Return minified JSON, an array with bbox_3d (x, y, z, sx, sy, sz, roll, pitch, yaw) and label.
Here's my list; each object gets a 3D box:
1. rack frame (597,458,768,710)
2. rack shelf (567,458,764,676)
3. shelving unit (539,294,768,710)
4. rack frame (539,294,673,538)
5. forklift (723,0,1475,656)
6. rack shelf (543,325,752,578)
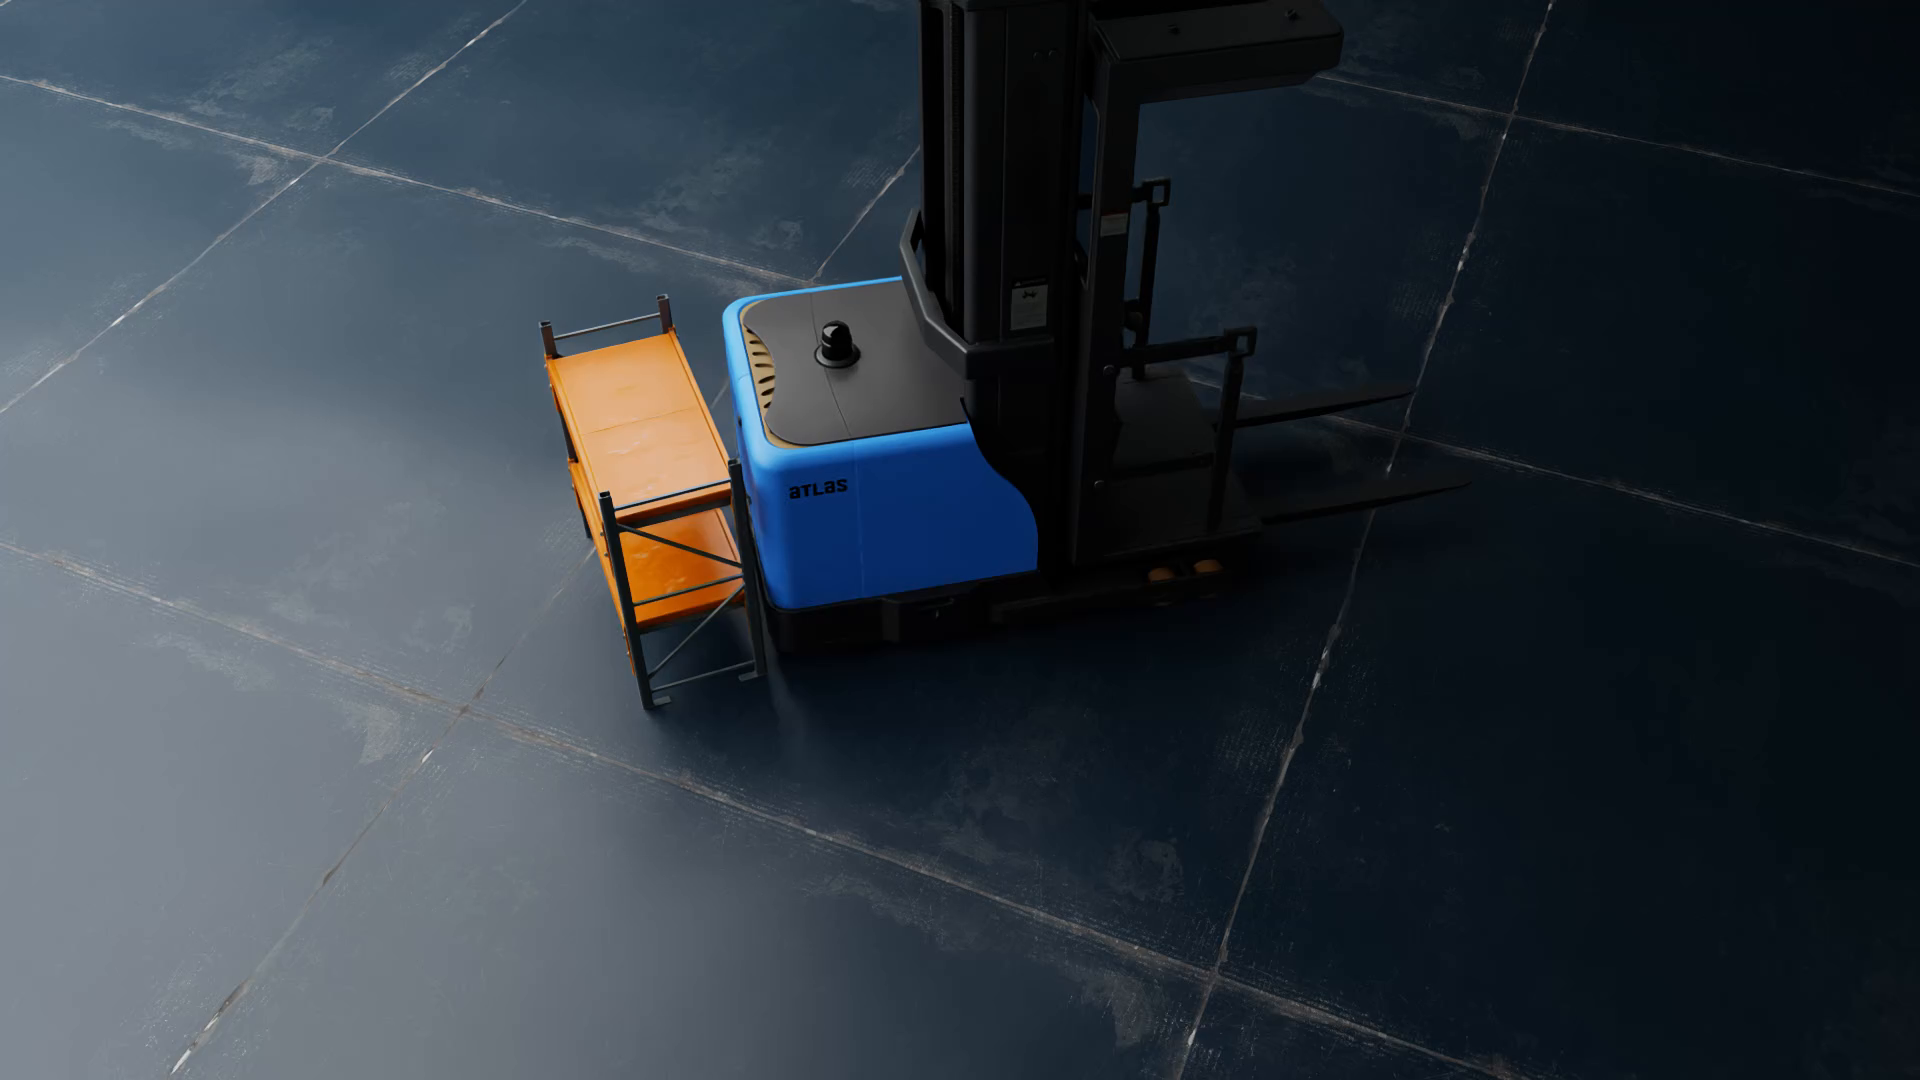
[{"bbox_3d":[-0.996,0.186,6.105,0.500,1.125,0.032,-15,47,-15],"label":"rack frame"},{"bbox_3d":[-1.181,0.025,6.613,0.538,0.278,1.000,-15,47,-15],"label":"rack shelf"},{"bbox_3d":[-1.181,-0.148,6.441,0.538,1.125,1.048,-15,47,-15],"label":"shelving unit"},{"bbox_3d":[-1.366,-0.482,6.776,0.500,1.125,0.032,-15,47,-15],"label":"rack frame"},{"bbox_3d":[0.630,-1.124,6.141,3.031,2.935,1.130,-9,46,-9],"label":"forklift"},{"bbox_3d":[-1.181,-0.356,6.234,0.538,0.278,1.000,-15,47,-15],"label":"rack shelf"}]
